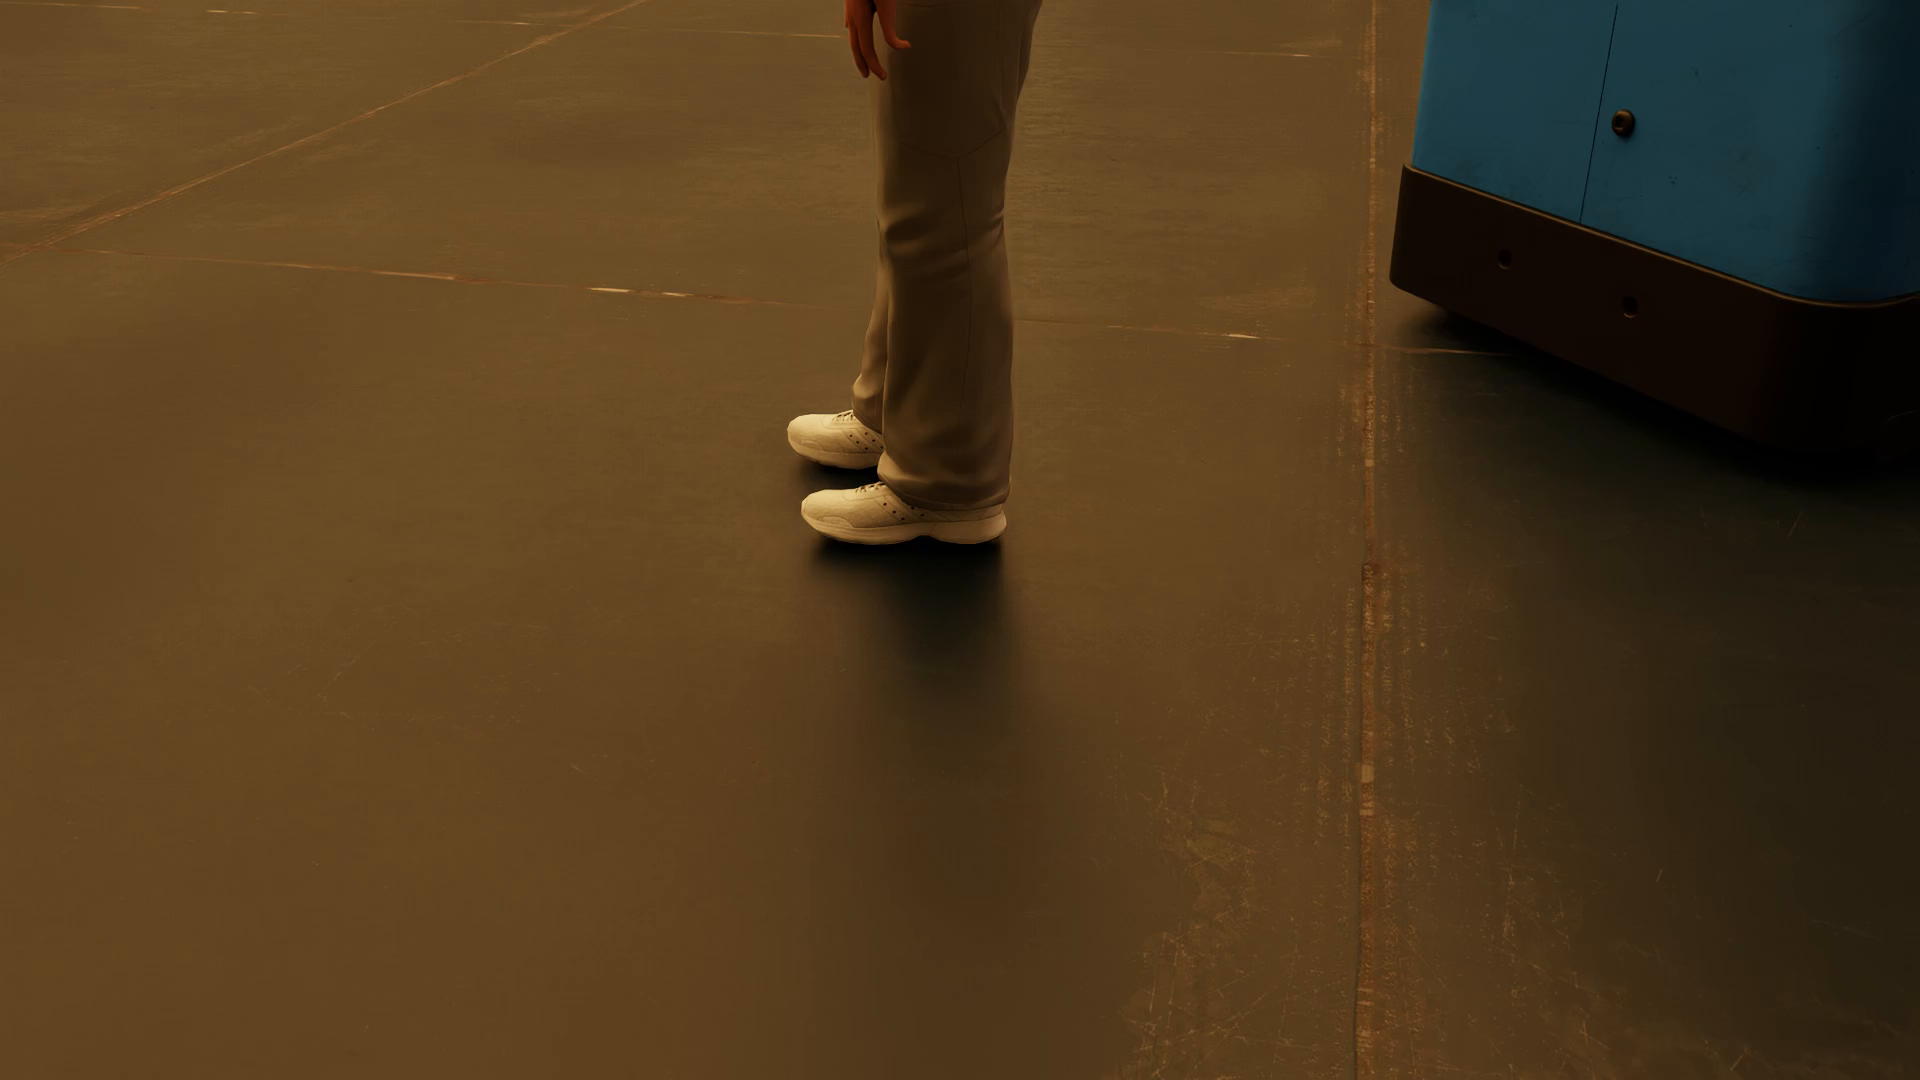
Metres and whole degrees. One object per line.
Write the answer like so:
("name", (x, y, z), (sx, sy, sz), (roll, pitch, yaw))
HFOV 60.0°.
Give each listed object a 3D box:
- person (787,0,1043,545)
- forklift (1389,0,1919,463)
("person", (-0.069, -0.768, 2.146), (0.548, 1.674, 0.549), (6, 27, 11))
("forklift", (2.428, -1.878, 2.969), (3.031, 2.935, 1.130), (-12, 29, -23))
